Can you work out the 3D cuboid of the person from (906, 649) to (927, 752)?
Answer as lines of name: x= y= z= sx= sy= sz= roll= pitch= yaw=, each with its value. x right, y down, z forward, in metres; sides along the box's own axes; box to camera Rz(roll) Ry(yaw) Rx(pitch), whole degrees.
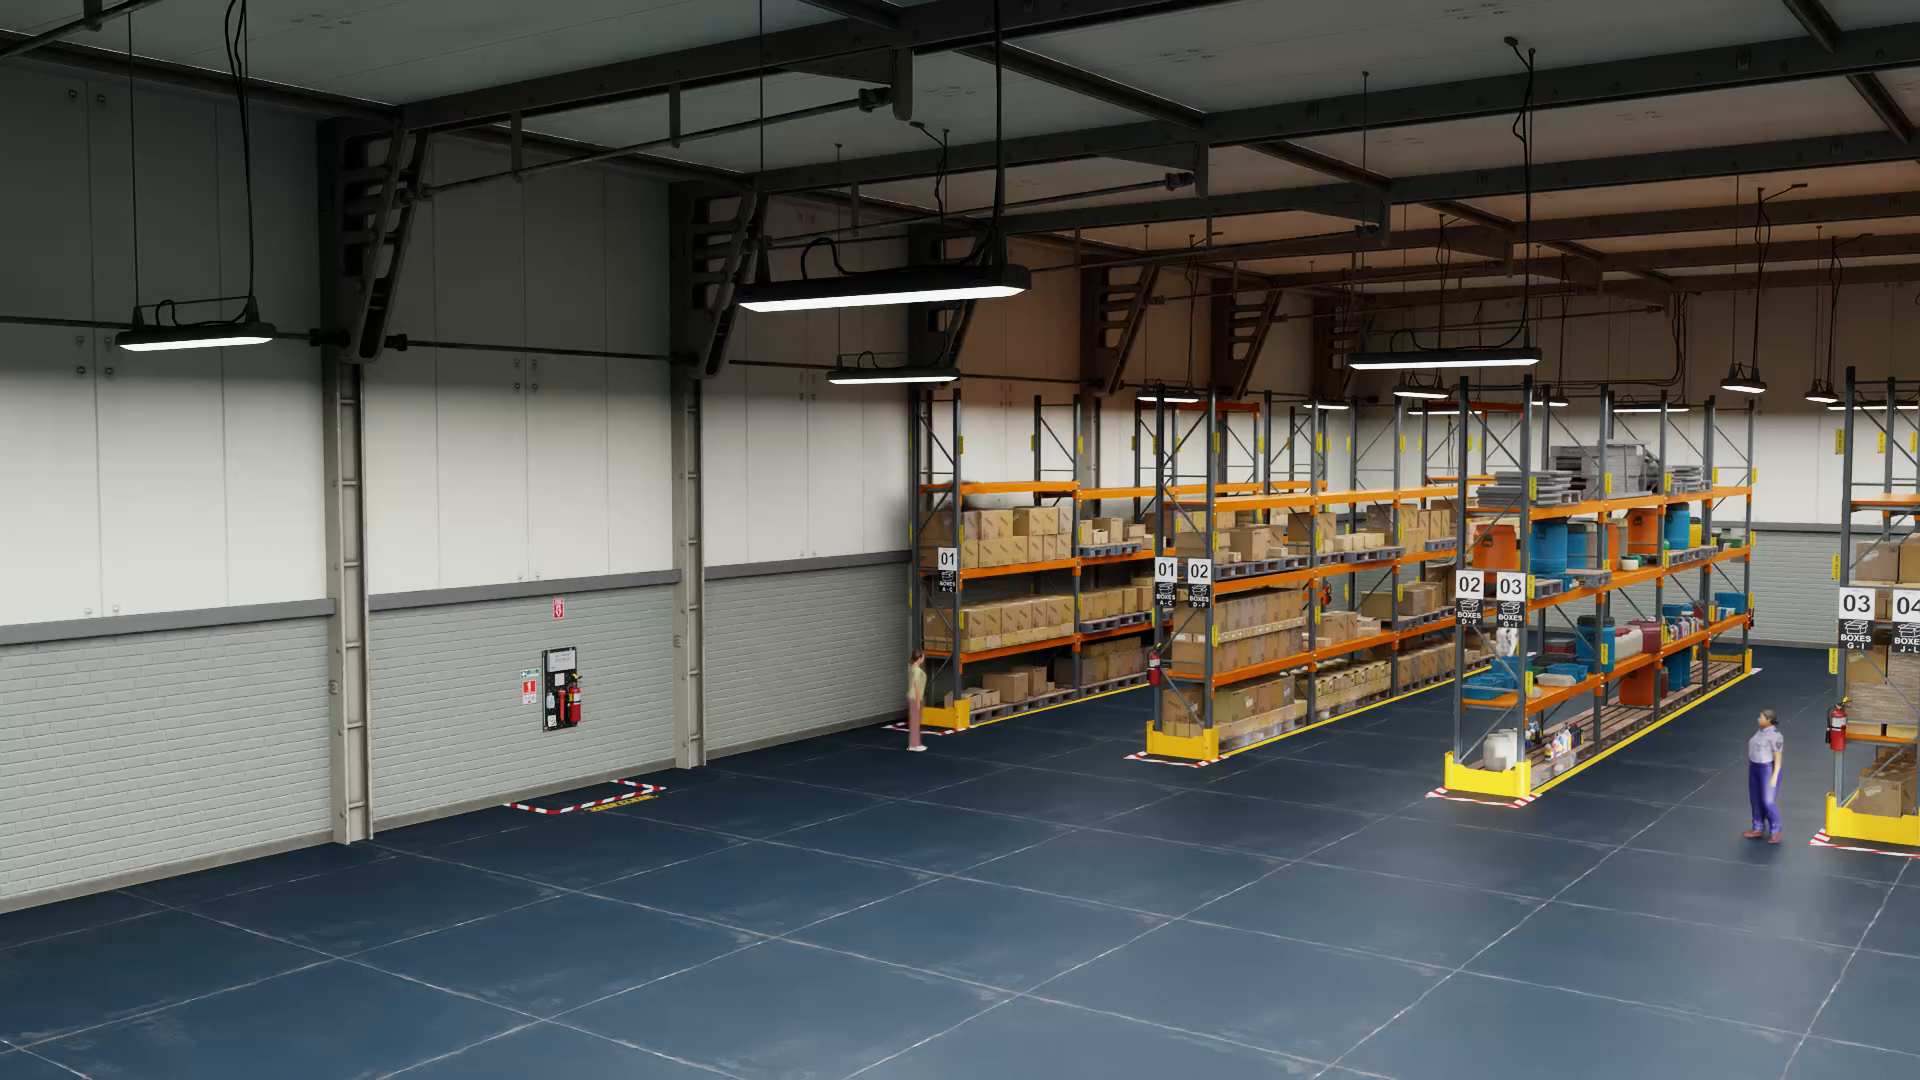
person: x=-0.710 y=2.614 z=27.180 sx=0.319 sy=1.683 sz=0.475 roll=-1 pitch=3 yaw=-14

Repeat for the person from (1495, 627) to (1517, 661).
person: x=11.013 y=2.266 z=33.533 sx=0.464 sy=1.638 sz=0.975 roll=2 pitch=4 yaw=30

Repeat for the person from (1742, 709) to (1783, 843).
person: x=10.199 y=2.993 z=21.128 sx=0.375 sy=1.671 sz=0.530 roll=-1 pitch=3 yaw=-15
